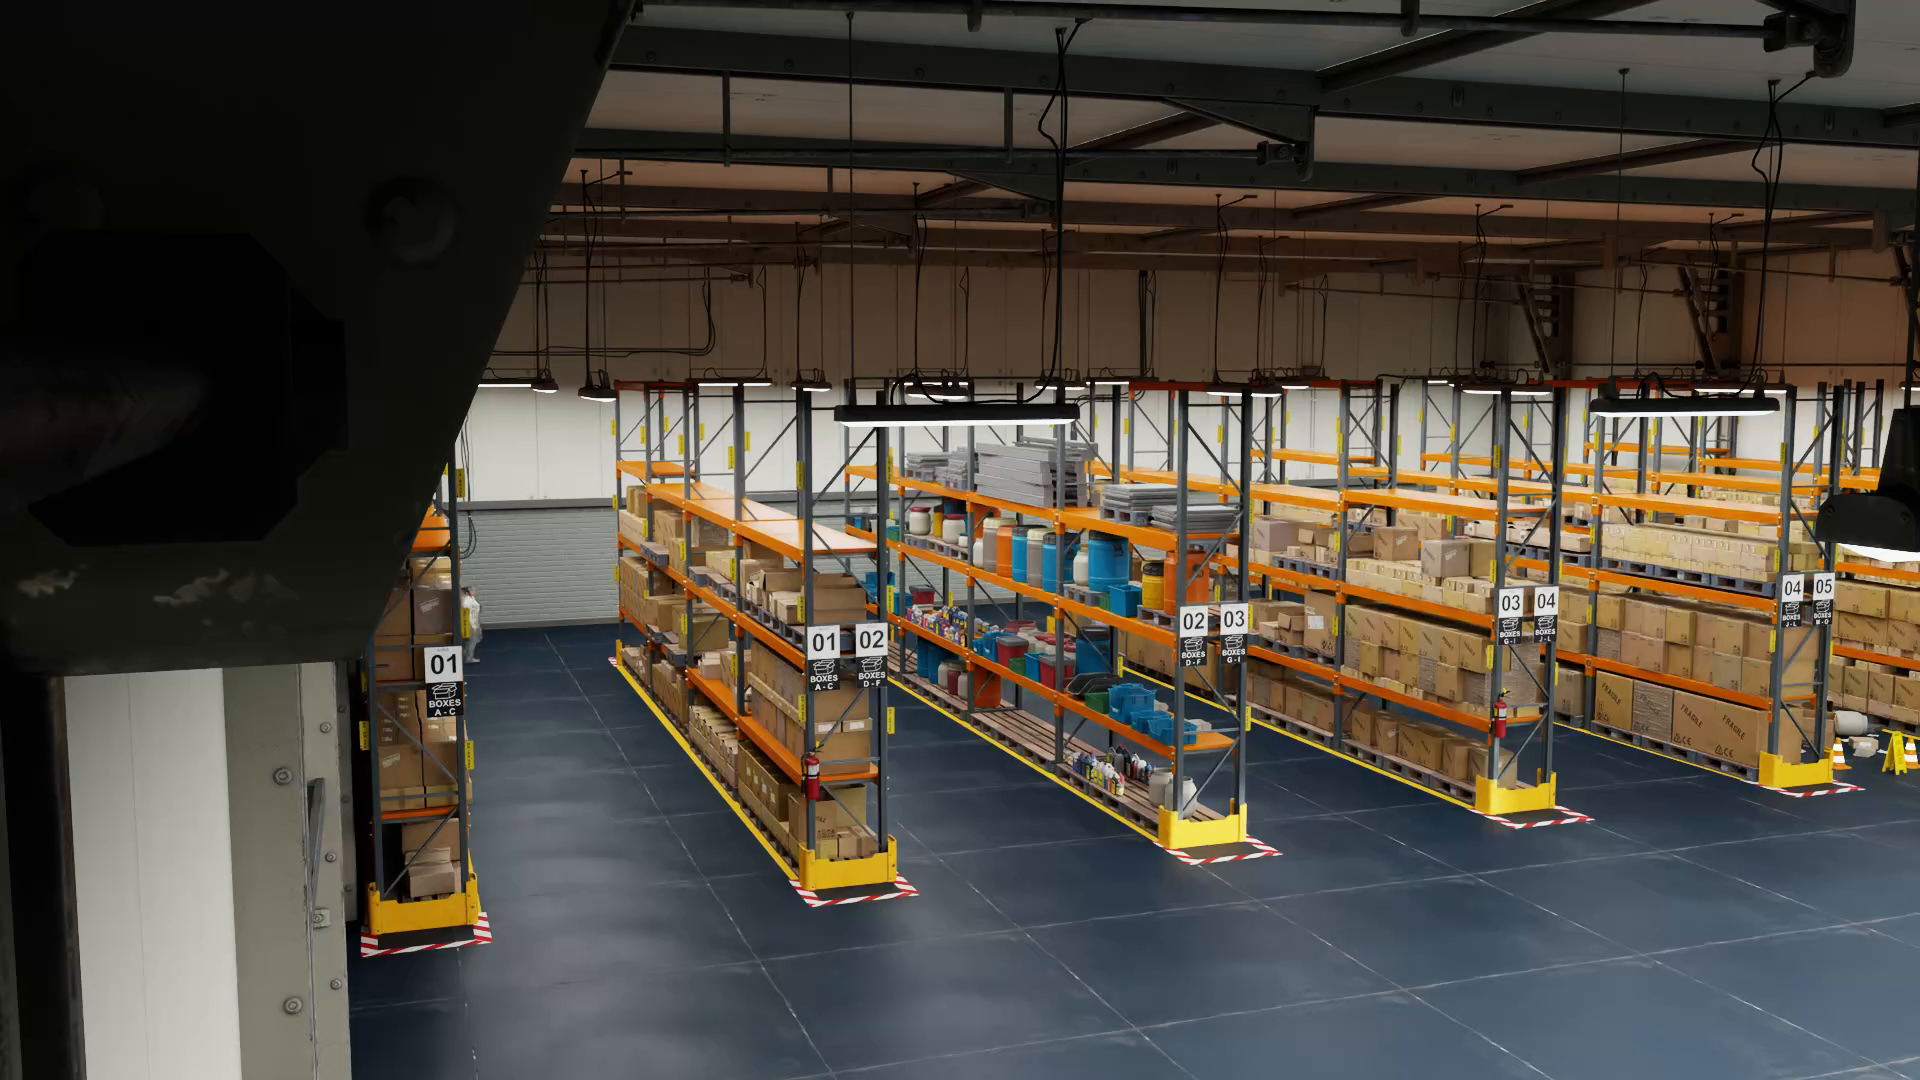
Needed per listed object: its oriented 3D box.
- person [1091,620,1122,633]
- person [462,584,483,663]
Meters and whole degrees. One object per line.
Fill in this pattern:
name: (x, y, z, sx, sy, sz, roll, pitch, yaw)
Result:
person: (2.898, 2.033, 32.802, 0.551, 1.591, 1.028, -2, 6, -15)
person: (-10.336, 1.755, 35.217, 0.439, 1.673, 0.495, -2, 6, -16)
